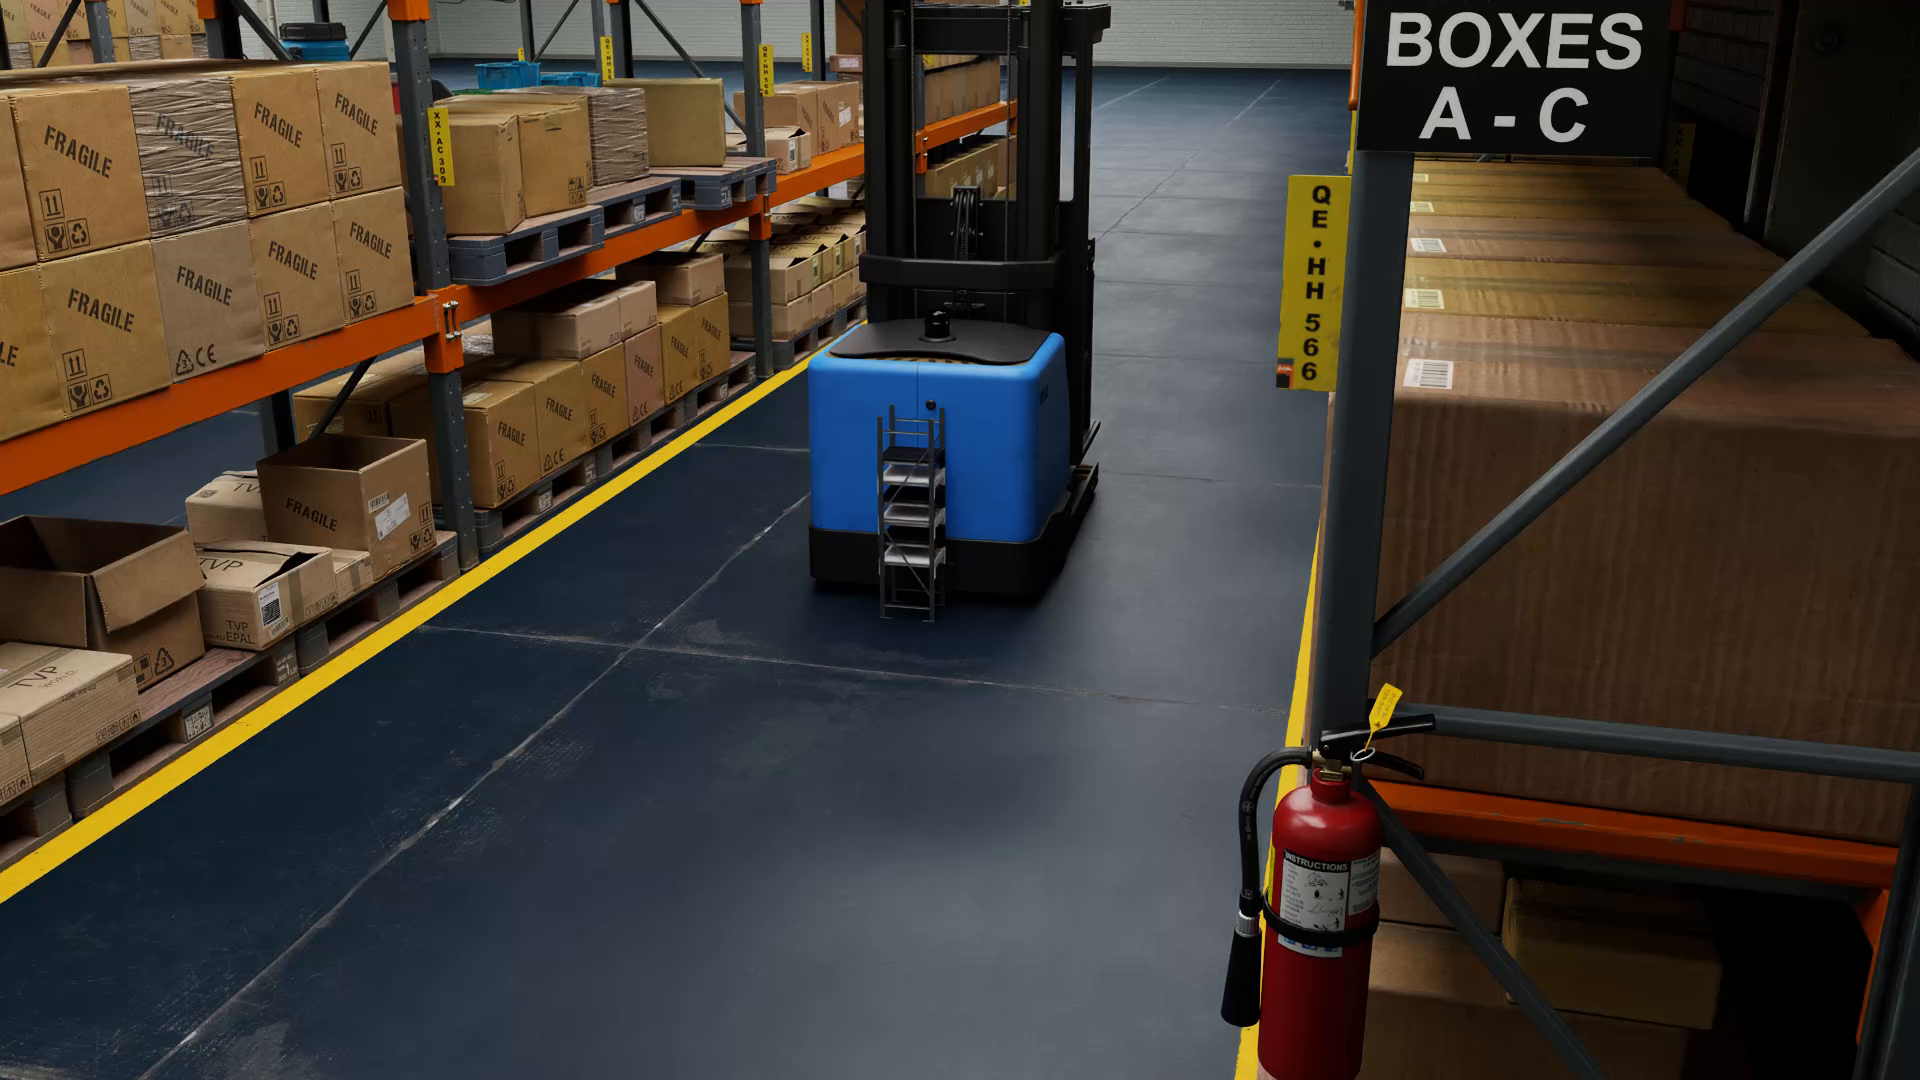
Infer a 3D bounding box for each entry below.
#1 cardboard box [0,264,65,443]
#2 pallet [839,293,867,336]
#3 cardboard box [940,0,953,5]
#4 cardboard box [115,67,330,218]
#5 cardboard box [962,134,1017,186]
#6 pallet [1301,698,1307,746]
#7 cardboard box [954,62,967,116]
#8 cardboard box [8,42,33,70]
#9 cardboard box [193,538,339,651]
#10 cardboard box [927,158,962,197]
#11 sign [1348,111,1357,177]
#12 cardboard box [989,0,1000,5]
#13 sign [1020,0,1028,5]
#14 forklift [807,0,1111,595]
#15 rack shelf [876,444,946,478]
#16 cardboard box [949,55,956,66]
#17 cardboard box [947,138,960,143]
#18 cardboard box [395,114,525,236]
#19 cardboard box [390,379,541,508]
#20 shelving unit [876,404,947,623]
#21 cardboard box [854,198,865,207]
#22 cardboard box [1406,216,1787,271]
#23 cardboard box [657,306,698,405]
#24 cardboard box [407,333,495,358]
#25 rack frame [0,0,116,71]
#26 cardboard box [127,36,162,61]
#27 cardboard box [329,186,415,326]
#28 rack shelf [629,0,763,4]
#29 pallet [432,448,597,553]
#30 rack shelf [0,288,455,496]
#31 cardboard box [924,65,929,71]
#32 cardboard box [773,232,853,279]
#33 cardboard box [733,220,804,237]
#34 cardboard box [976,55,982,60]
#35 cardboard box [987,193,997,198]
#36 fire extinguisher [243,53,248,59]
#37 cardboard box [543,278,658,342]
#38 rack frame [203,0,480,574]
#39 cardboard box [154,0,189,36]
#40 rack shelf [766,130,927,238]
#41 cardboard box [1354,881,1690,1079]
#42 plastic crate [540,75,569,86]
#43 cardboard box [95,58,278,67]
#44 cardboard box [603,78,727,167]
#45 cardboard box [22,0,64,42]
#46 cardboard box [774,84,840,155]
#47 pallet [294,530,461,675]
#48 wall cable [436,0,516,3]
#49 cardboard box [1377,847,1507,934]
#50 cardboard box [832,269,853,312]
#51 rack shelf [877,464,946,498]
[{"bbox_3d":[-3.132,-0.554,5.013,0.500,0.500,0.500,5,19,13],"label":"cardboard box"},{"bbox_3d":[-1.249,-1.893,13.403,1.003,0.211,1.213,5,19,13],"label":"pallet"},{"bbox_3d":[-0.463,-4.946,15.866,0.700,0.500,0.500,5,19,13],"label":"cardboard box"},{"bbox_3d":[-2.761,-1.503,6.247,0.500,0.500,0.500,4,19,12],"label":"cardboard box"},{"bbox_3d":[0.324,-4.145,18.125,0.500,0.500,0.500,5,19,13],"label":"cardboard box"},{"bbox_3d":[1.777,0.619,6.048,1.003,0.211,1.213,5,19,13],"label":"pallet"},{"bbox_3d":[-0.336,-4.500,16.568,0.700,0.500,0.500,5,20,15],"label":"cardboard box"},{"bbox_3d":[-10.246,-4.938,17.388,0.875,0.500,0.500,5,19,13],"label":"cardboard box"},{"bbox_3d":[-2.813,0.178,6.506,0.500,0.311,0.500,5,19,13],"label":"cardboard box"},{"bbox_3d":[-0.279,-3.360,15.829,0.500,0.500,0.500,5,19,13],"label":"cardboard box"},{"bbox_3d":[1.510,-1.483,6.219,0.100,0.325,0.005,5,19,13],"label":"sign"},{"bbox_3d":[0.027,-5.583,17.731,0.700,0.500,0.500,5,19,14],"label":"cardboard box"},{"bbox_3d":[0.689,-5.697,18.067,0.100,0.325,0.005,5,19,13],"label":"sign"},{"bbox_3d":[0.131,-1.586,8.296,1.130,2.935,3.031,4,19,11],"label":"forklift"},{"bbox_3d":[-0.205,-0.335,7.045,0.258,0.077,0.200,4,19,11],"label":"rack shelf"},{"bbox_3d":[-0.246,-4.657,16.024,0.380,0.149,0.250,4,19,12],"label":"cardboard box"},{"bbox_3d":[-0.301,-4.029,17.786,0.500,0.500,0.500,5,19,13],"label":"cardboard box"},{"bbox_3d":[-2.433,-1.699,7.718,0.700,0.500,0.500,-2,19,-5],"label":"cardboard box"},{"bbox_3d":[-2.411,-0.480,8.139,0.500,0.500,0.500,4,19,11],"label":"cardboard box"},{"bbox_3d":[-0.205,-0.112,7.122,0.258,0.900,0.210,4,19,11],"label":"shelving unit"},{"bbox_3d":[-0.632,-2.843,14.608,0.500,0.311,0.500,5,19,13],"label":"cardboard box"},{"bbox_3d":[1.539,-0.449,4.396,0.980,0.700,0.700,4,19,11],"label":"cardboard box"},{"bbox_3d":[-1.916,-1.128,10.035,0.500,0.500,0.500,4,19,11],"label":"cardboard box"},{"bbox_3d":[-2.671,-0.837,9.183,0.500,0.500,0.500,5,19,14],"label":"cardboard box"},{"bbox_3d":[-6.591,-2.969,12.238,1.000,3.000,0.127,5,19,13],"label":"rack frame"},{"bbox_3d":[-9.770,-5.566,19.227,0.875,0.500,0.500,5,19,13],"label":"cardboard box"},{"bbox_3d":[-2.639,-1.193,6.885,0.500,0.500,0.500,5,19,14],"label":"cardboard box"},{"bbox_3d":[-1.300,-4.282,12.556,1.077,0.370,4.000,5,19,13],"label":"rack shelf"},{"bbox_3d":[-2.603,-0.261,8.625,1.003,0.211,1.213,5,19,13],"label":"pallet"},{"bbox_3d":[-3.254,-0.355,5.700,1.077,0.370,4.000,5,19,13],"label":"rack shelf"},{"bbox_3d":[-0.496,-4.332,15.071,0.380,0.149,0.250,5,19,14],"label":"cardboard box"},{"bbox_3d":[-1.128,-2.205,12.740,0.500,0.311,0.500,4,19,12],"label":"cardboard box"},{"bbox_3d":[-1.528,-2.401,13.313,0.500,0.311,0.500,5,20,15],"label":"cardboard box"},{"bbox_3d":[0.006,-4.980,16.968,0.380,0.149,0.250,5,20,15],"label":"cardboard box"},{"bbox_3d":[0.091,-3.475,17.326,0.500,0.250,0.500,5,19,13],"label":"cardboard box"},{"bbox_3d":[-8.964,-5.830,20.736,0.296,0.674,0.183,5,19,13],"label":"fire extinguisher"},{"bbox_3d":[-2.045,-1.306,9.396,0.500,0.250,0.500,4,19,12],"label":"cardboard box"},{"bbox_3d":[-2.765,-1.323,7.419,1.000,3.000,0.127,5,19,13],"label":"rack frame"},{"bbox_3d":[-9.450,-6.179,19.477,0.500,0.500,0.500,5,19,13],"label":"cardboard box"},{"bbox_3d":[-1.300,-2.863,13.041,1.077,0.370,4.000,5,19,13],"label":"rack shelf"},{"bbox_3d":[1.136,1.078,3.608,0.700,0.500,0.500,5,19,13],"label":"cardboard box"},{"bbox_3d":[-4.632,-5.022,18.480,0.499,0.251,0.408,5,19,13],"label":"plastic crate"},{"bbox_3d":[-3.153,-1.718,6.874,0.500,0.500,0.500,5,20,15],"label":"cardboard box"},{"bbox_3d":[-1.833,-2.616,10.402,0.700,0.500,0.500,-2,19,-5],"label":"cardboard box"},{"bbox_3d":[-9.939,-5.553,17.641,0.500,0.500,0.500,5,19,13],"label":"cardboard box"},{"bbox_3d":[-1.265,-3.316,13.100,0.500,0.500,0.500,5,19,13],"label":"cardboard box"},{"bbox_3d":[-2.934,0.212,7.240,1.003,0.211,1.213,5,19,13],"label":"pallet"},{"bbox_3d":[-15.575,-18.485,53.189,3.097,2.526,0.112,5,19,13],"label":"wall cable"},{"bbox_3d":[0.990,0.716,3.663,0.380,0.149,0.250,4,19,13],"label":"cardboard box"},{"bbox_3d":[-1.132,-1.936,12.819,0.500,0.250,0.500,4,19,12],"label":"cardboard box"},{"bbox_3d":[-0.205,-0.250,7.074,0.258,0.077,0.200,4,19,11],"label":"rack shelf"}]
